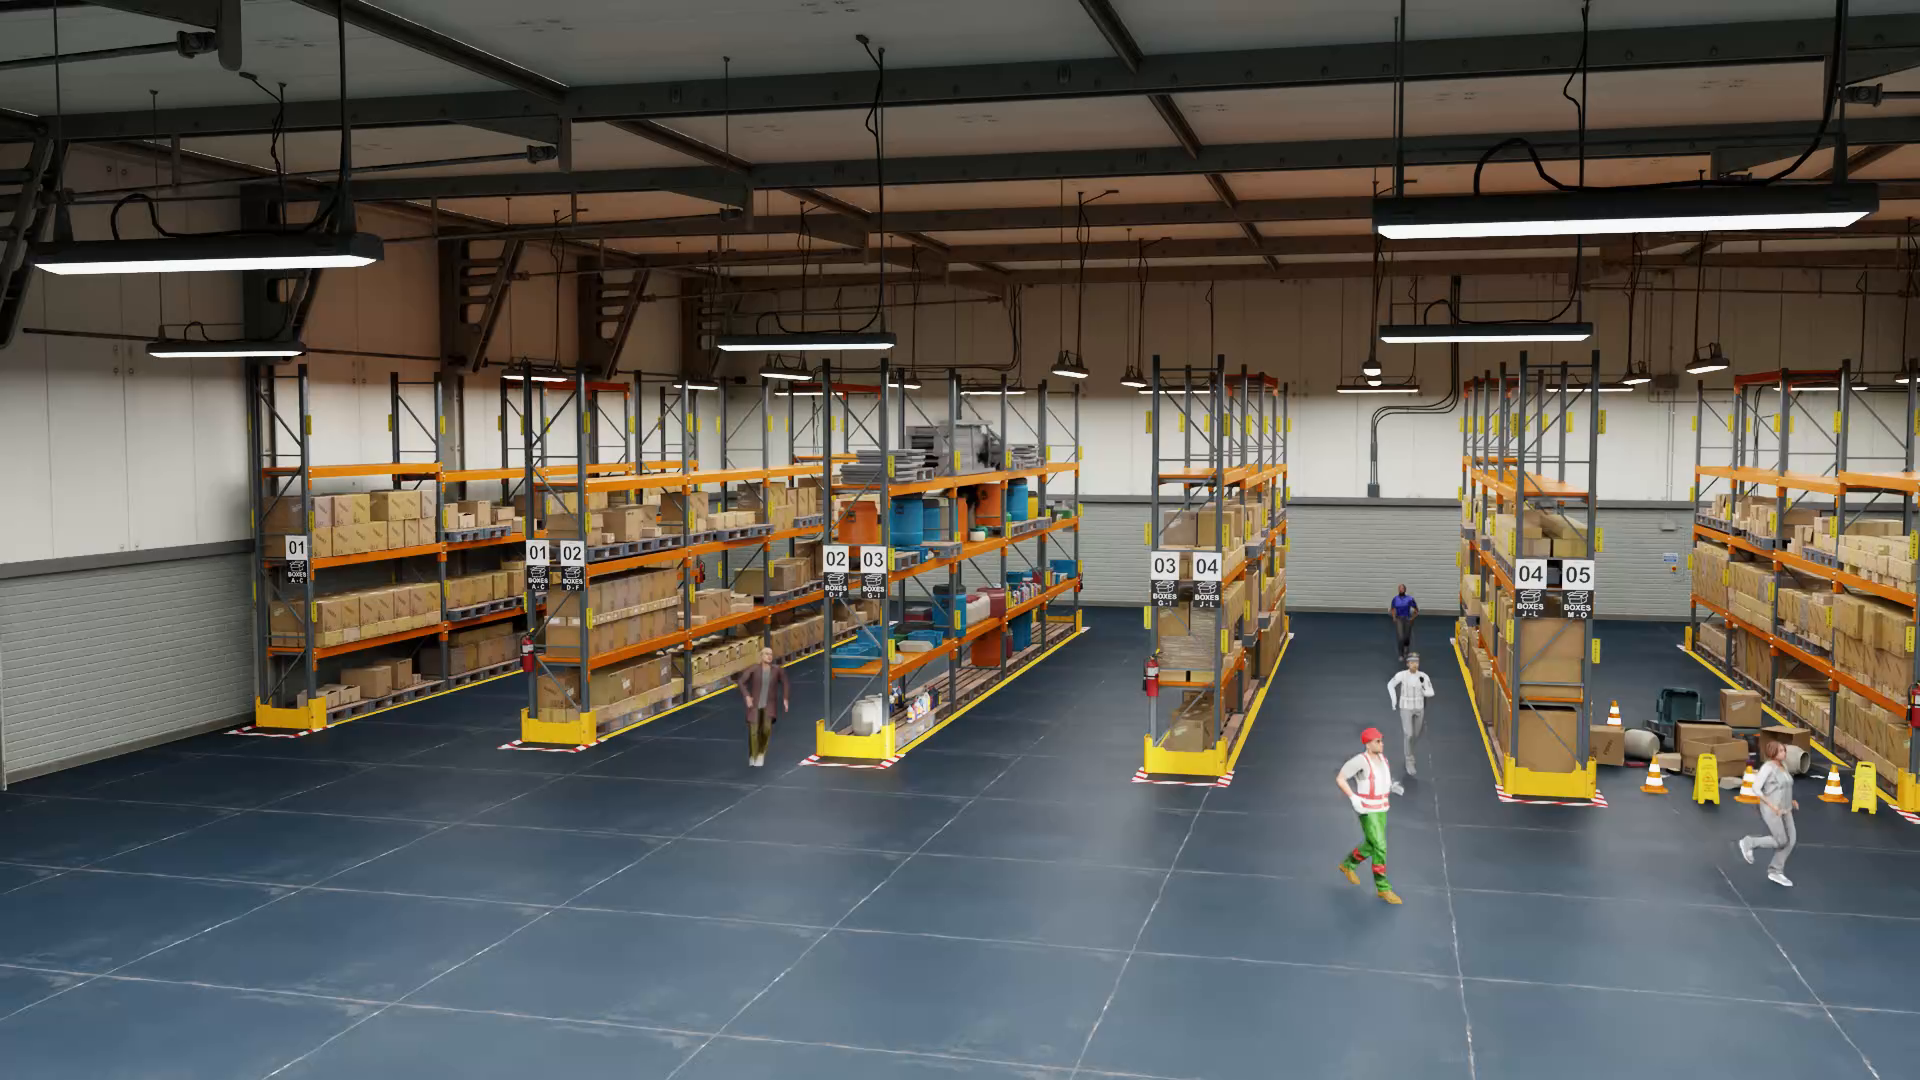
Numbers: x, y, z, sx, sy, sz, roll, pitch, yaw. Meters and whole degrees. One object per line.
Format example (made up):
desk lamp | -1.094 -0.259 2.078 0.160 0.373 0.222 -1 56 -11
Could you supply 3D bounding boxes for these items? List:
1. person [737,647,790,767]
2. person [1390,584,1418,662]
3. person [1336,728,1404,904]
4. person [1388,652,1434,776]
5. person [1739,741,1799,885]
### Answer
person | -2.890 2.467 24.468 0.768 1.746 0.617 0 4 -7
person | 9.477 1.758 35.492 0.581 1.655 0.650 2 4 22
person | 4.352 2.882 17.654 0.651 1.796 0.862 -3 5 -41
person | 6.549 2.480 24.099 0.593 1.727 0.837 0 4 -1
person | 8.916 2.976 18.294 0.542 1.563 0.587 -2 5 -32
